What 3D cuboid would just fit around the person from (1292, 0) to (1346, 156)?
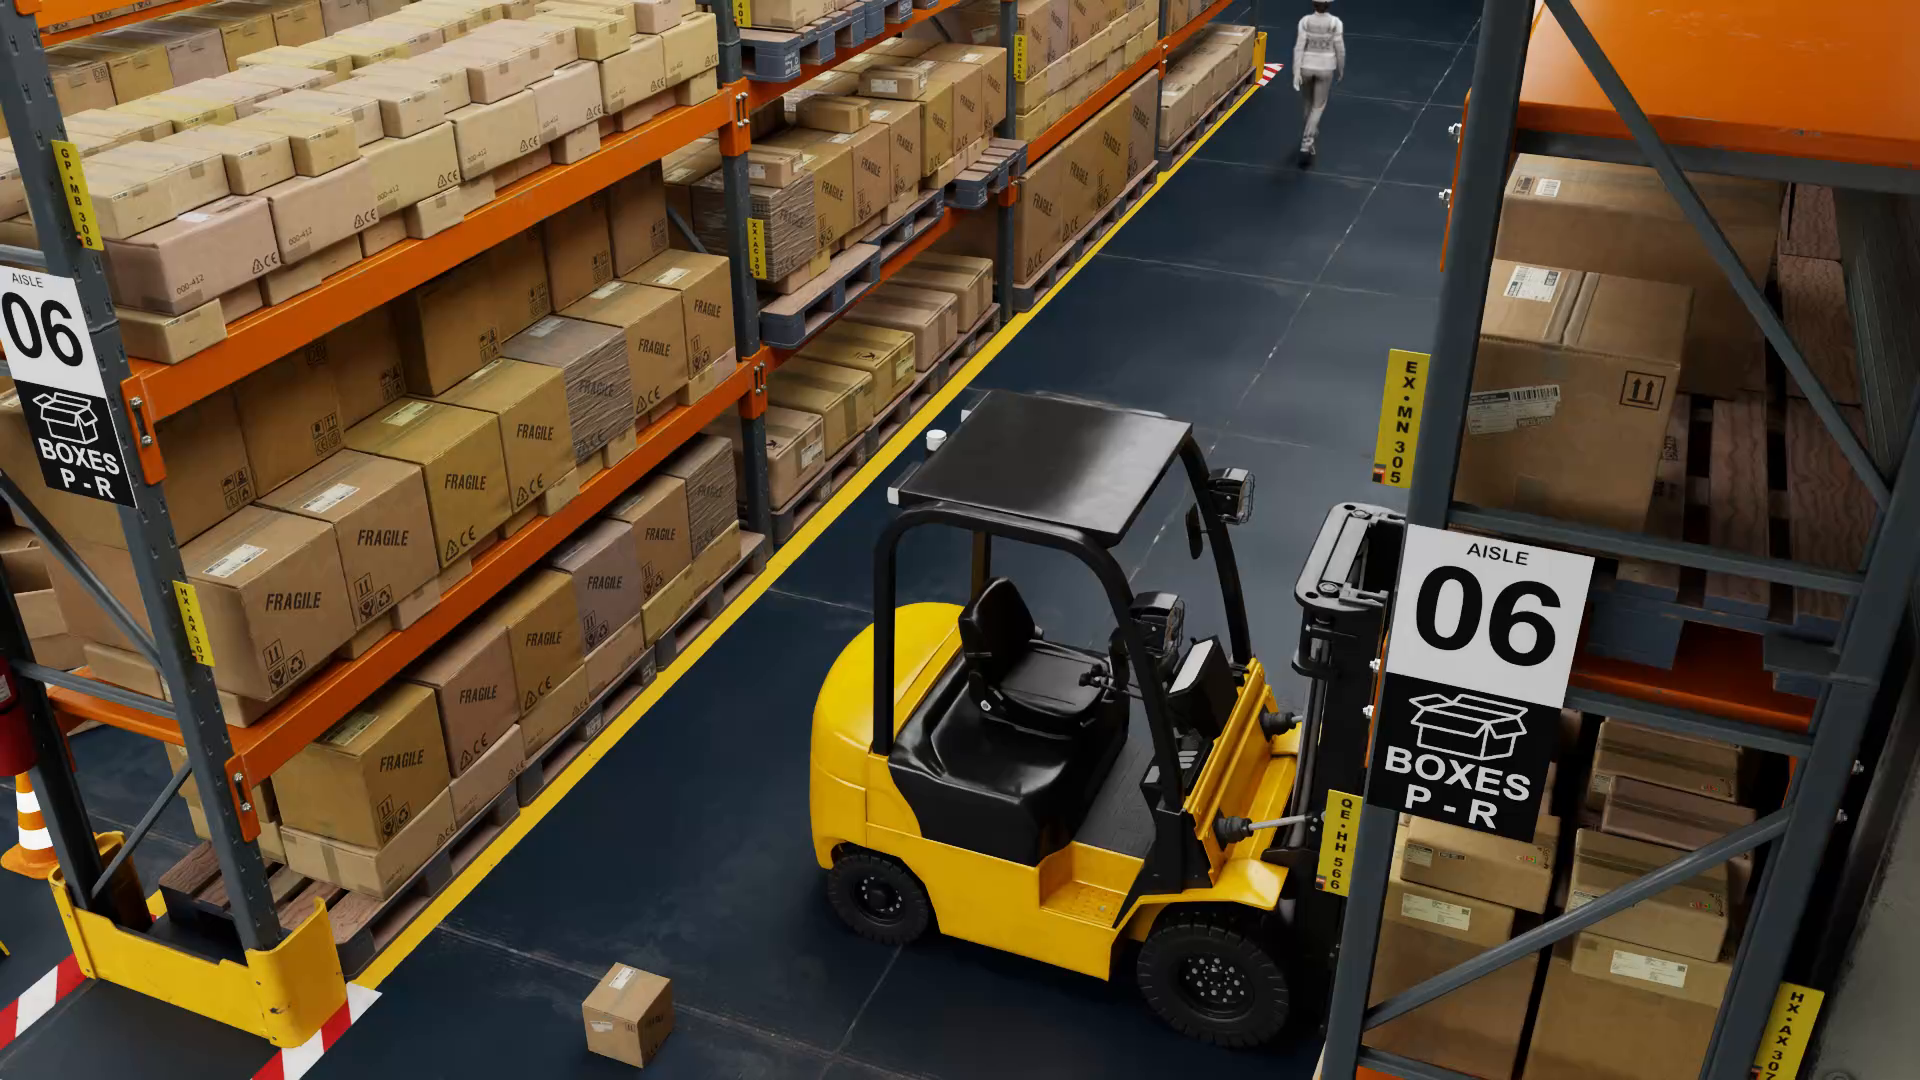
[{"bbox_3d":[3.562,-4.678,16.518,0.487,1.642,0.987,12,32,21],"label":"person"}]
